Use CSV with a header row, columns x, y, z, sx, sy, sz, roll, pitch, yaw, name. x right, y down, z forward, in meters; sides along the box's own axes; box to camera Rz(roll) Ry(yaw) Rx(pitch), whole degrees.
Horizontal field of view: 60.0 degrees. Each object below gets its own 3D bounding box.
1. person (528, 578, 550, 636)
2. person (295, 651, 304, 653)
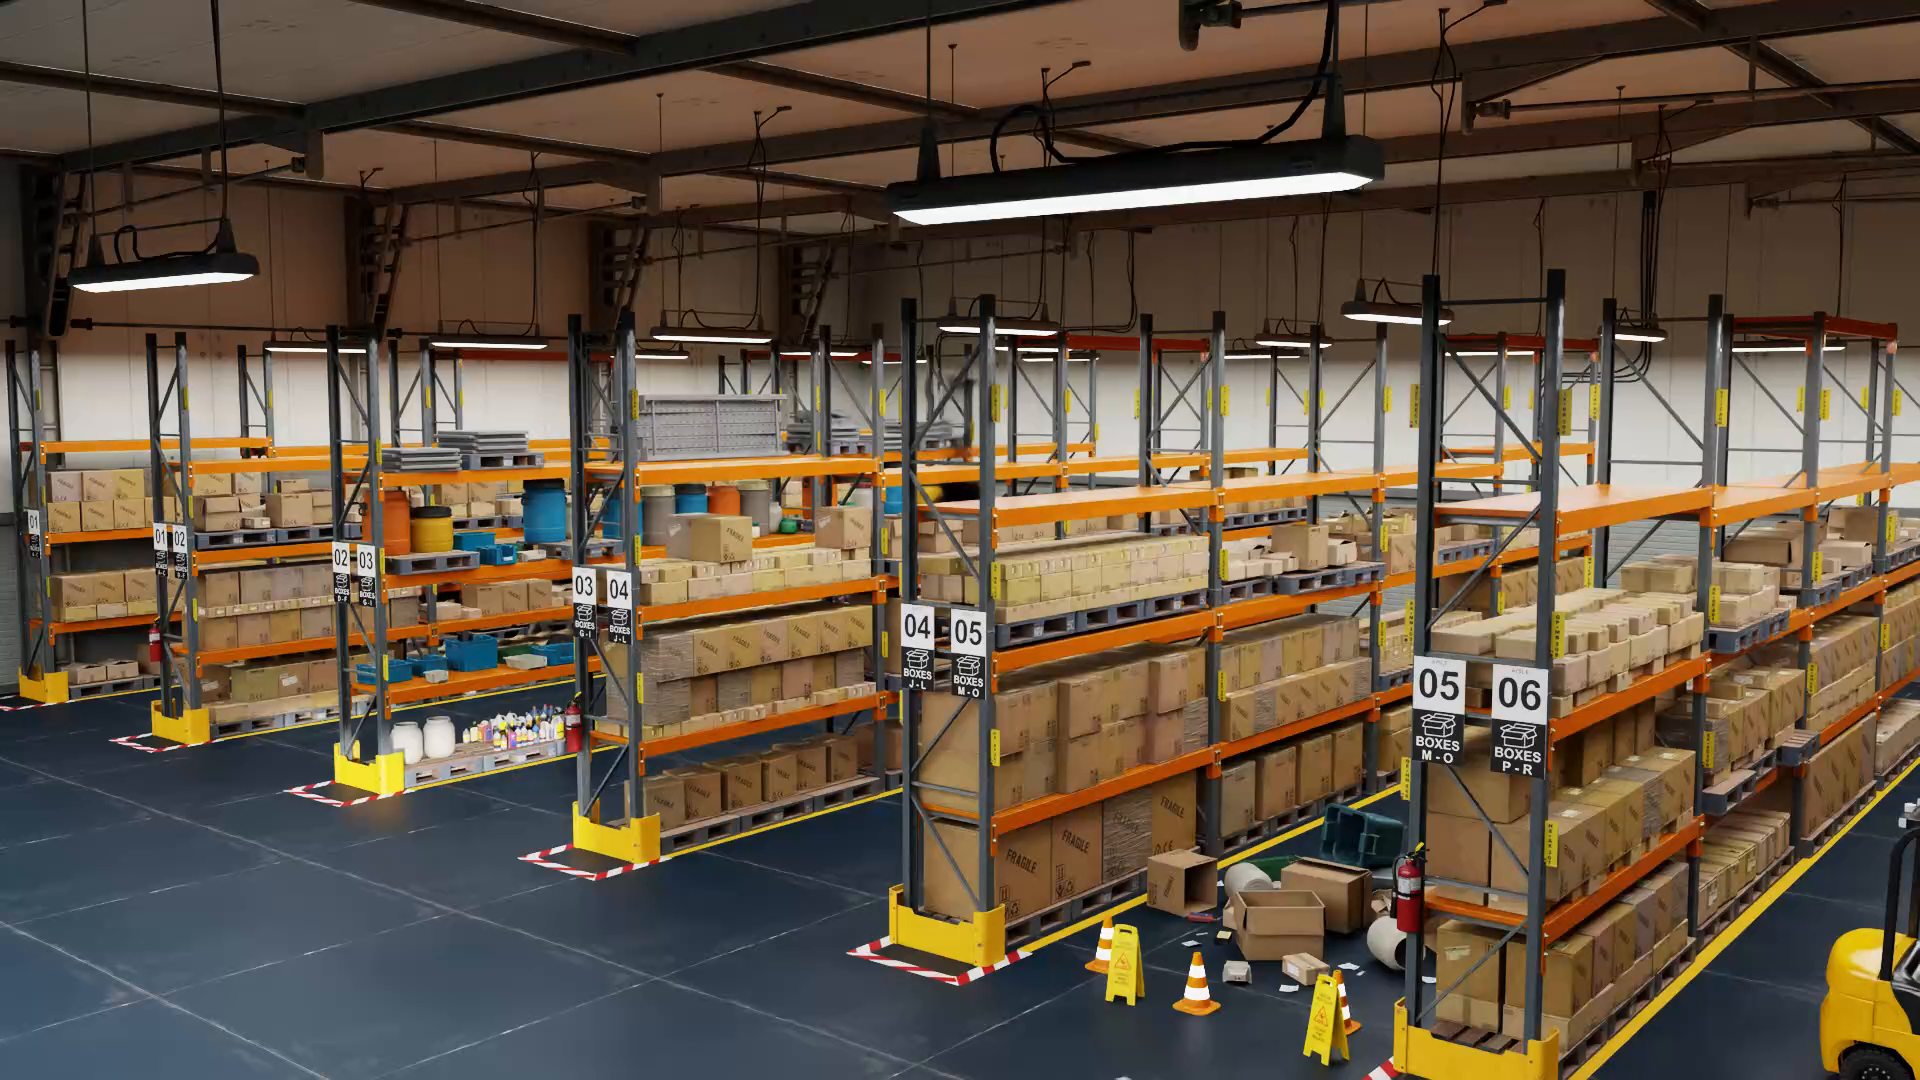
x,y,z,sx,sy,sz,roll,pitch,yaw,name
-7.958,1.549,31.579,0.507,1.624,0.697,4,7,38,person
-11.259,1.762,28.542,0.708,1.745,0.903,2,6,22,person
